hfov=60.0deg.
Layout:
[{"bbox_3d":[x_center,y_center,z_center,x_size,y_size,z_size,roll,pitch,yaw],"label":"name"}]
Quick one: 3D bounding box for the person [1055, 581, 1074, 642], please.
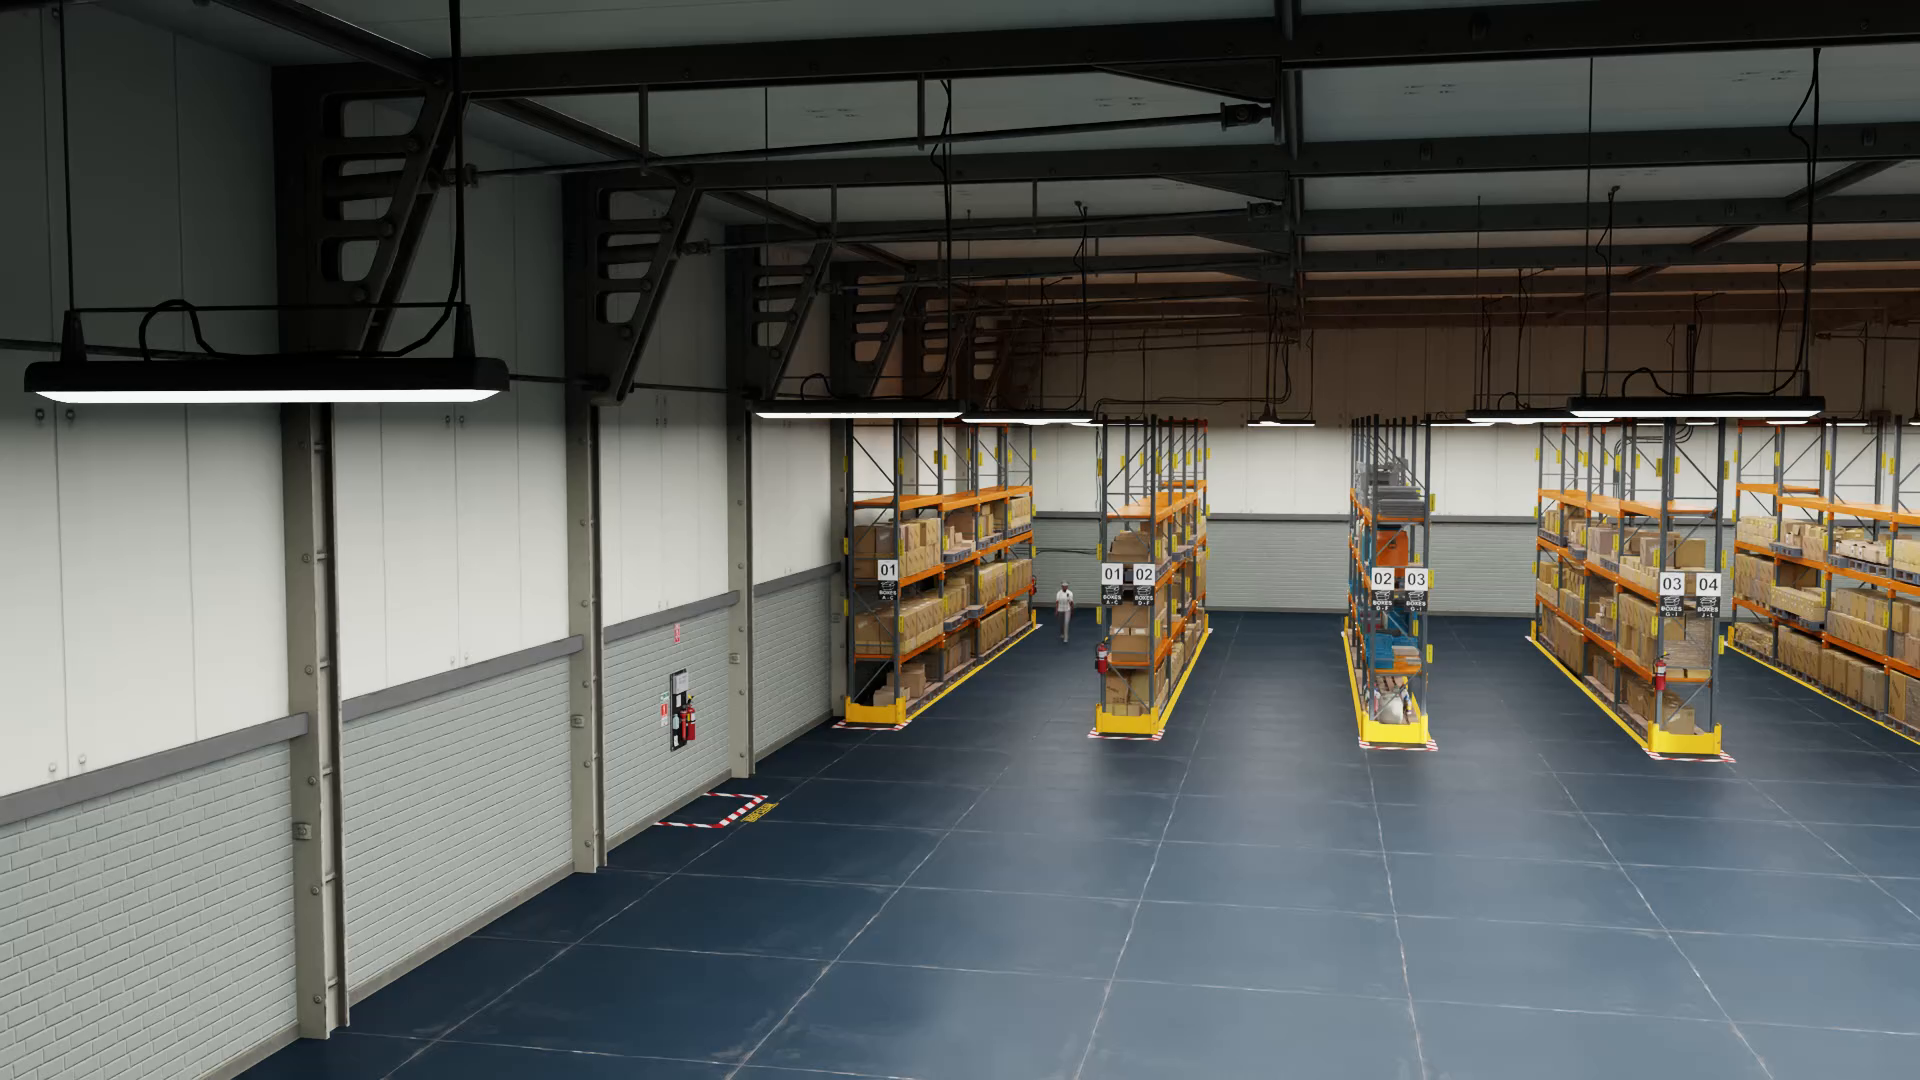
[{"bbox_3d":[2.821,1.904,44.802,0.477,1.626,1.045,1,4,11],"label":"person"}]
